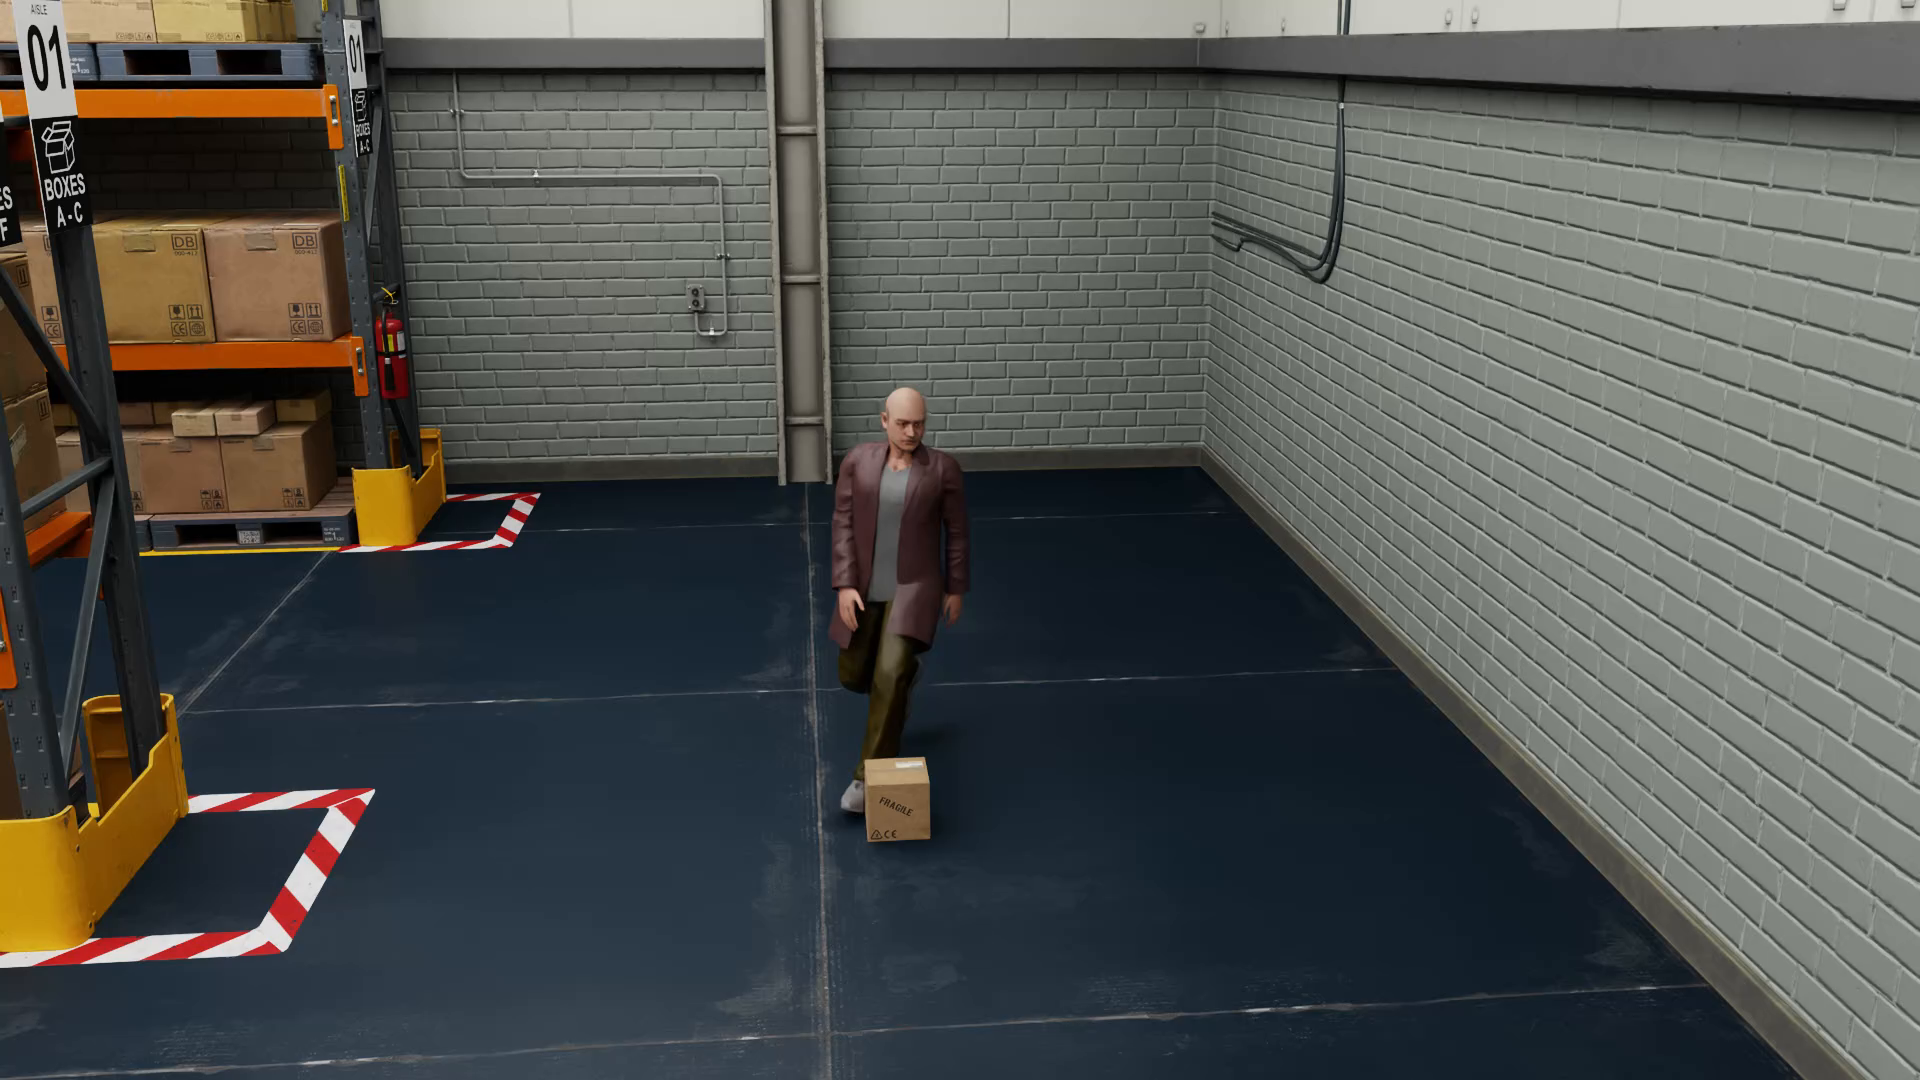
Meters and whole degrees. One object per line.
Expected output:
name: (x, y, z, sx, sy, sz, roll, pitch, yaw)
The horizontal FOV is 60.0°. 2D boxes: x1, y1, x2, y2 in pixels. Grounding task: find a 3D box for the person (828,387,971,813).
person: (-0.286, 0.199, 7.019, 0.588, 1.691, 1.049, 5, 17, 15)
